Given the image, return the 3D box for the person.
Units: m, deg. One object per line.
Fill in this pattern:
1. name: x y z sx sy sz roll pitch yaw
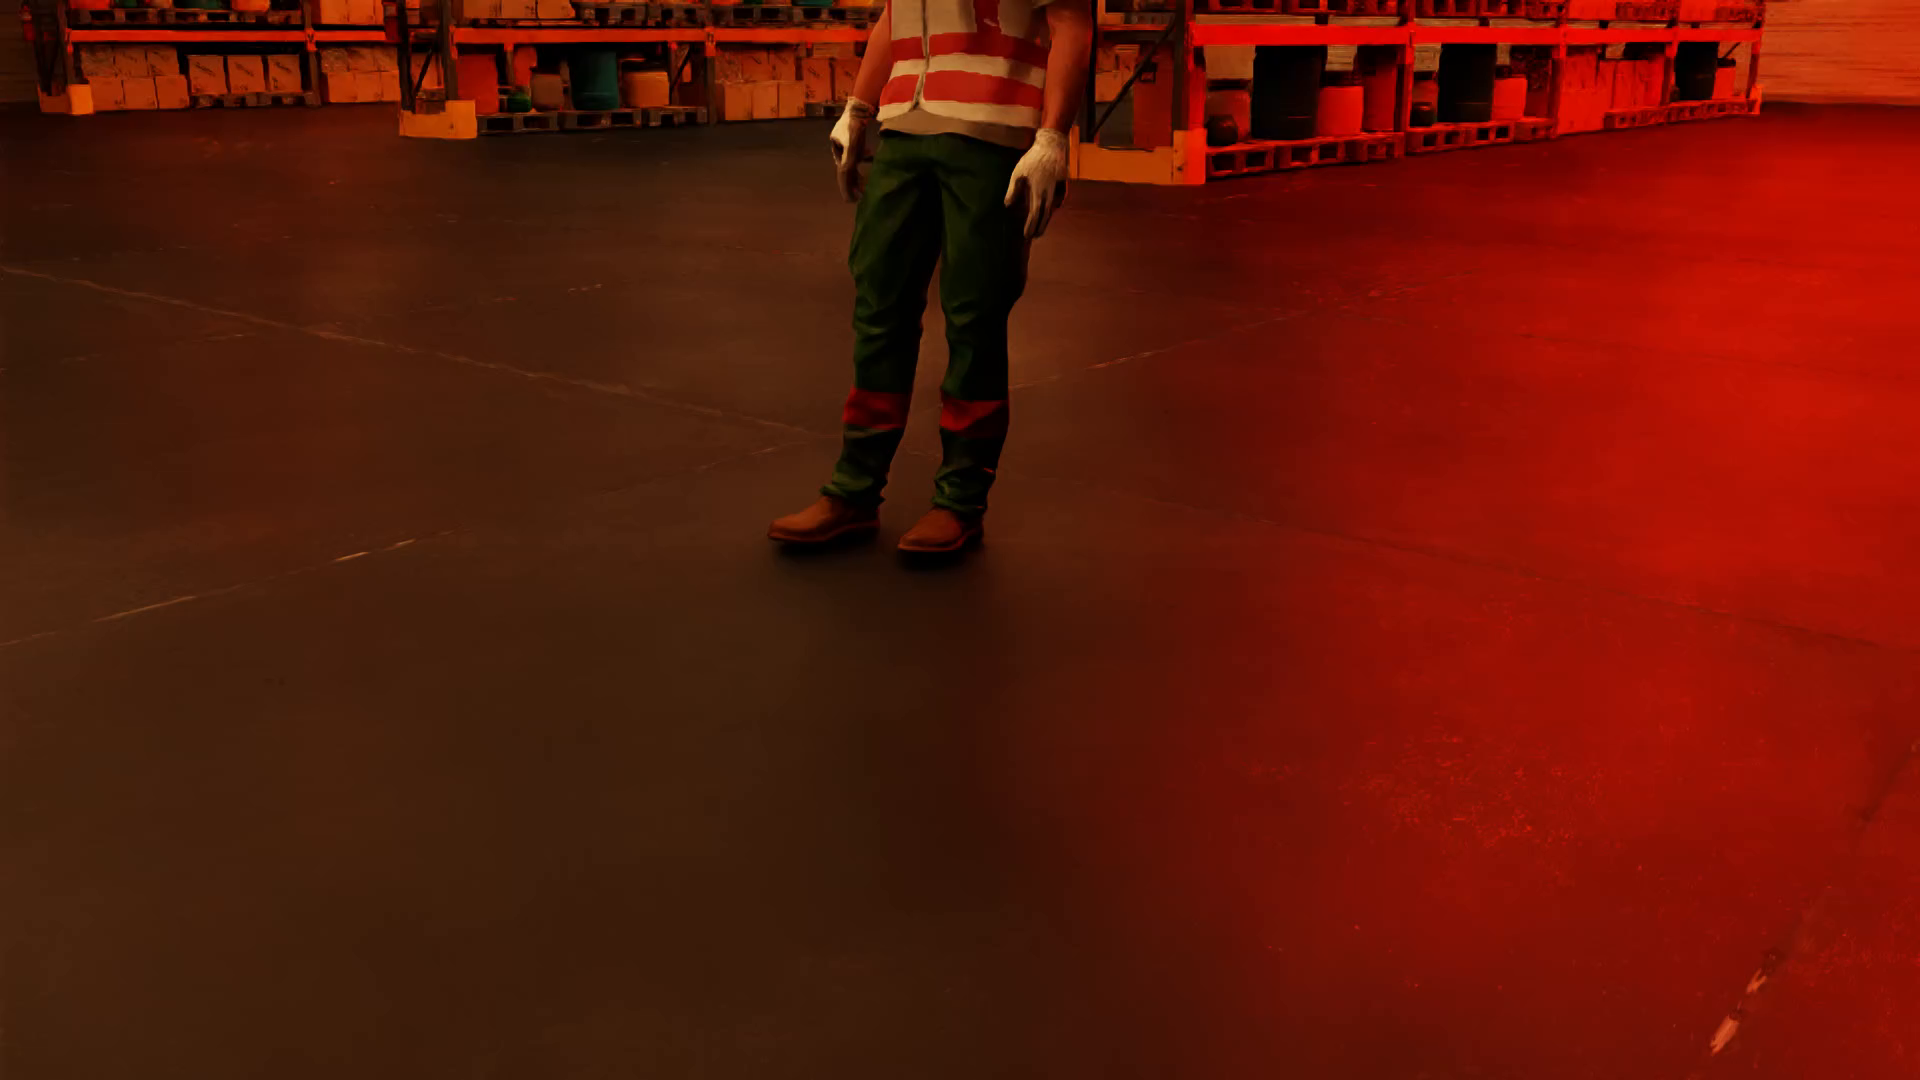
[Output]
1. person: -0.060 -0.847 3.627 0.637 1.787 0.563 13 21 37
